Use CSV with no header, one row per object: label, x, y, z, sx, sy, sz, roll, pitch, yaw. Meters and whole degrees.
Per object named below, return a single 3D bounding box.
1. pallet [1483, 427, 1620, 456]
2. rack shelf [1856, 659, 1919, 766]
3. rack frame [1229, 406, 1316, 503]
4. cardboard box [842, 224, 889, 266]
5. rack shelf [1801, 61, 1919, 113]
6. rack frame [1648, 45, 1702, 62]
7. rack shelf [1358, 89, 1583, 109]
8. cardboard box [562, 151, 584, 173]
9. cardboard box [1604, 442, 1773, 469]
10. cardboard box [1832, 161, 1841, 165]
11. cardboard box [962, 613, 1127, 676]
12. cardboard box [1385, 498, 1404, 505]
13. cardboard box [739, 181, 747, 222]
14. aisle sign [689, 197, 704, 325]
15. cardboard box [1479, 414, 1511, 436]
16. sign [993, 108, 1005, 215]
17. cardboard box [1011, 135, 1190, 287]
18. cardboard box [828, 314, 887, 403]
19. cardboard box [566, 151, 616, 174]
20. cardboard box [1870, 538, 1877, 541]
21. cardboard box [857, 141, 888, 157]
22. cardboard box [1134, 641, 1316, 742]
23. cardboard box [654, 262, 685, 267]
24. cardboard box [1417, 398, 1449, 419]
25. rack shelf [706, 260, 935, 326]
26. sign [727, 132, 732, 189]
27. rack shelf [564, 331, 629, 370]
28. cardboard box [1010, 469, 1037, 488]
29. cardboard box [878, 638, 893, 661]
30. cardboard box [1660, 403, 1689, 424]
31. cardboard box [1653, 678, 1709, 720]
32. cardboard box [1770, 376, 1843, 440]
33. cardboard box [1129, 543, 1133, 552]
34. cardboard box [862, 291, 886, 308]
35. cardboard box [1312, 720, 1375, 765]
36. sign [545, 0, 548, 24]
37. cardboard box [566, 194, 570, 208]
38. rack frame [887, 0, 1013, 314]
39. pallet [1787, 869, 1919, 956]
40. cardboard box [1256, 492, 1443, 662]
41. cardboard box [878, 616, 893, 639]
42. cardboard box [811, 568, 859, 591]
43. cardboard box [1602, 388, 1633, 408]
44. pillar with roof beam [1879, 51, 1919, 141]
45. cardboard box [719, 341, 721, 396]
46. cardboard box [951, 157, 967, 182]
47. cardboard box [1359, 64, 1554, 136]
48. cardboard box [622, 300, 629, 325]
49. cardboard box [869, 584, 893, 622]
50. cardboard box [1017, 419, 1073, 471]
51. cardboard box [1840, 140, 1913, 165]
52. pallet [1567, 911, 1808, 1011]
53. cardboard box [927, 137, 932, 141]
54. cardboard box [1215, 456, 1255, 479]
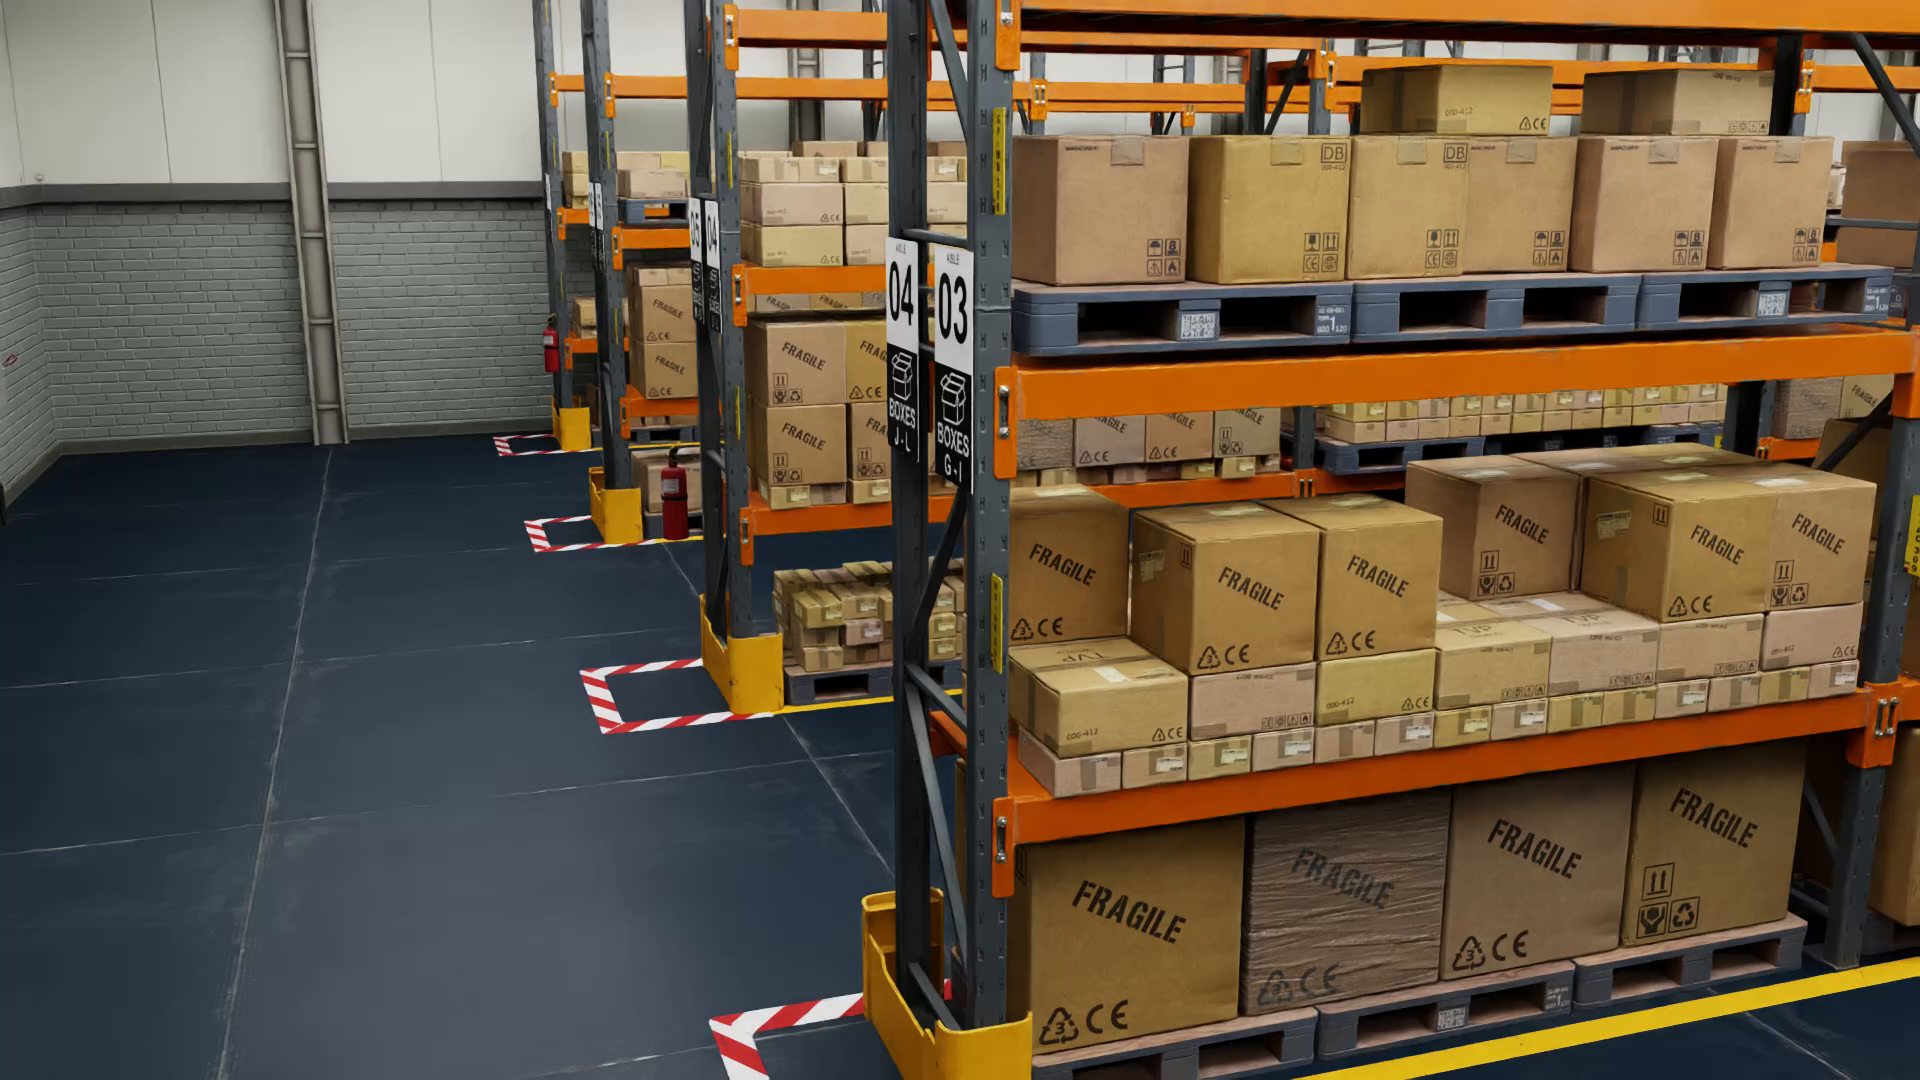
pallet,4.183,-0.821,12.632,1.213,0.211,1.003,-4,14,-18
rack shelf,5.637,0.524,8.120,4.000,0.370,1.077,-4,14,-18
rack frame,2.255,-0.774,12.021,0.127,3.000,1.000,-4,14,-18
cardboard box,-0.528,-1.880,10.513,0.500,0.250,0.500,-4,14,-16
rack shelf,7.942,-3.591,13.318,4.000,0.370,1.077,-4,14,-18
rack frame,10.367,-6.745,24.159,0.127,3.000,1.000,-4,14,-18
rack shelf,6.267,-4.669,17.851,4.000,0.370,1.077,-4,14,-18
cardboard box,-4.465,-4.513,19.862,0.500,0.250,0.500,-5,14,-20
cardboard box,3.206,-0.136,7.400,0.500,0.500,0.500,-4,14,-18
cardboard box,9.782,-4.227,18.877,0.250,0.149,0.380,-5,14,-19
cardboard box,0.325,0.451,6.553,0.500,0.250,0.500,-5,14,-19
cardboard box,3.040,-0.123,12.161,0.500,0.250,0.500,-5,14,-21
cardboard box,-1.180,-2.198,10.770,0.500,0.250,0.500,-5,14,-20
aisle sign,-1.701,-1.804,10.733,0.004,0.787,0.394,-4,14,-18
cardboard box,3.754,-0.861,12.021,0.250,0.149,0.380,-5,14,-21
sign,0.122,-1.184,5.204,0.005,0.325,0.100,-4,14,-18
cardboard box,0.426,-1.194,5.967,0.500,0.500,0.700,-5,14,-21
cardboard box,-0.549,-1.172,10.675,0.500,0.500,0.500,-4,14,-16
cardboard box,-4.296,-4.397,19.372,0.500,0.250,0.500,-5,14,-19
cardboard box,4.098,0.178,7.802,0.500,0.500,0.500,-4,14,-18
cardboard box,-0.687,-3.508,15.687,0.637,0.503,0.797,-3,14,-14
cardboard box,0.982,0.529,6.226,0.500,0.250,0.500,-5,14,-19
cardboard box,-2.701,-2.502,15.507,0.250,0.149,0.380,-4,14,-17
cardboard box,3.265,-0.967,11.828,0.250,0.149,0.380,-4,14,-17
rack shelf,0.360,-1.735,11.137,4.000,0.370,1.077,-4,14,-18
sign,-1.363,-2.244,9.831,0.005,0.325,0.100,-4,14,-18
rack shelf,-2.901,-2.443,20.592,4.000,0.370,1.077,-4,14,-18
cardboard box,0.338,-0.435,11.138,0.250,0.149,0.380,-4,14,-16
cardboard box,-0.482,0.678,11.169,0.250,0.149,0.380,-4,14,-17
cardboard box,5.246,-0.977,12.510,0.250,0.149,0.380,-4,14,-17
cardboard box,2.826,0.595,6.809,0.250,0.149,0.380,-4,14,-17
cardboard box,6.558,-1.092,13.141,0.500,0.500,0.500,-4,14,-17
cardboard box,1.359,0.136,12.163,0.250,0.149,0.380,-5,14,-19
cardboard box,-0.741,-2.216,15.709,0.500,0.500,0.500,-4,14,-17
cardboard box,1.365,0.709,6.331,0.250,0.149,0.380,-5,14,-19
sign,-4.624,-5.938,18.577,0.005,0.325,0.100,-4,14,-18
cardboard box,-4.568,-4.057,19.883,0.250,0.149,0.380,-4,14,-17
rack frame,-0.050,-2.302,5.481,0.127,3.000,1.000,-4,14,-18
pallet,4.449,1.605,8.048,1.213,0.211,1.003,-4,14,-18
cardboard box,1.454,0.127,6.293,0.500,0.500,0.500,-5,14,-20
cardboard box,-0.476,0.532,11.143,0.250,0.149,0.380,-4,14,-17
cardboard box,-0.858,0.314,11.415,0.250,0.149,0.380,-4,14,-17
cardboard box,4.748,-1.083,12.314,0.250,0.149,0.380,-5,14,-18
pillar with roof beam,16.480,-6.390,22.666,0.400,9.000,9.100,-4,14,-18
cardboard box,-2.193,-1.621,15.368,0.500,0.500,0.500,-5,14,-19
cardboard box,0.093,-2.354,10.562,0.250,0.149,0.380,-4,14,-16
cardboard box,1.868,-1.656,6.287,0.500,0.250,0.500,-5,14,-20
cardboard box,-3.803,-2.729,19.920,0.500,0.250,0.500,-4,14,-17
cardboard box,-0.428,0.413,10.998,0.250,0.149,0.380,-4,14,-18
cardboard box,0.426,-0.762,11.112,0.500,0.500,0.500,-5,14,-20
cardboard box,7.605,-3.020,13.641,0.500,0.500,0.500,-4,14,-18
pallet,2.996,1.717,7.575,1.213,0.211,1.003,-4,14,-18
cardboard box,-0.498,-4.941,20.940,0.258,0.266,0.396,-4,14,-18
cardboard box,1.850,-0.536,11.565,0.250,0.149,0.380,-5,14,-20
